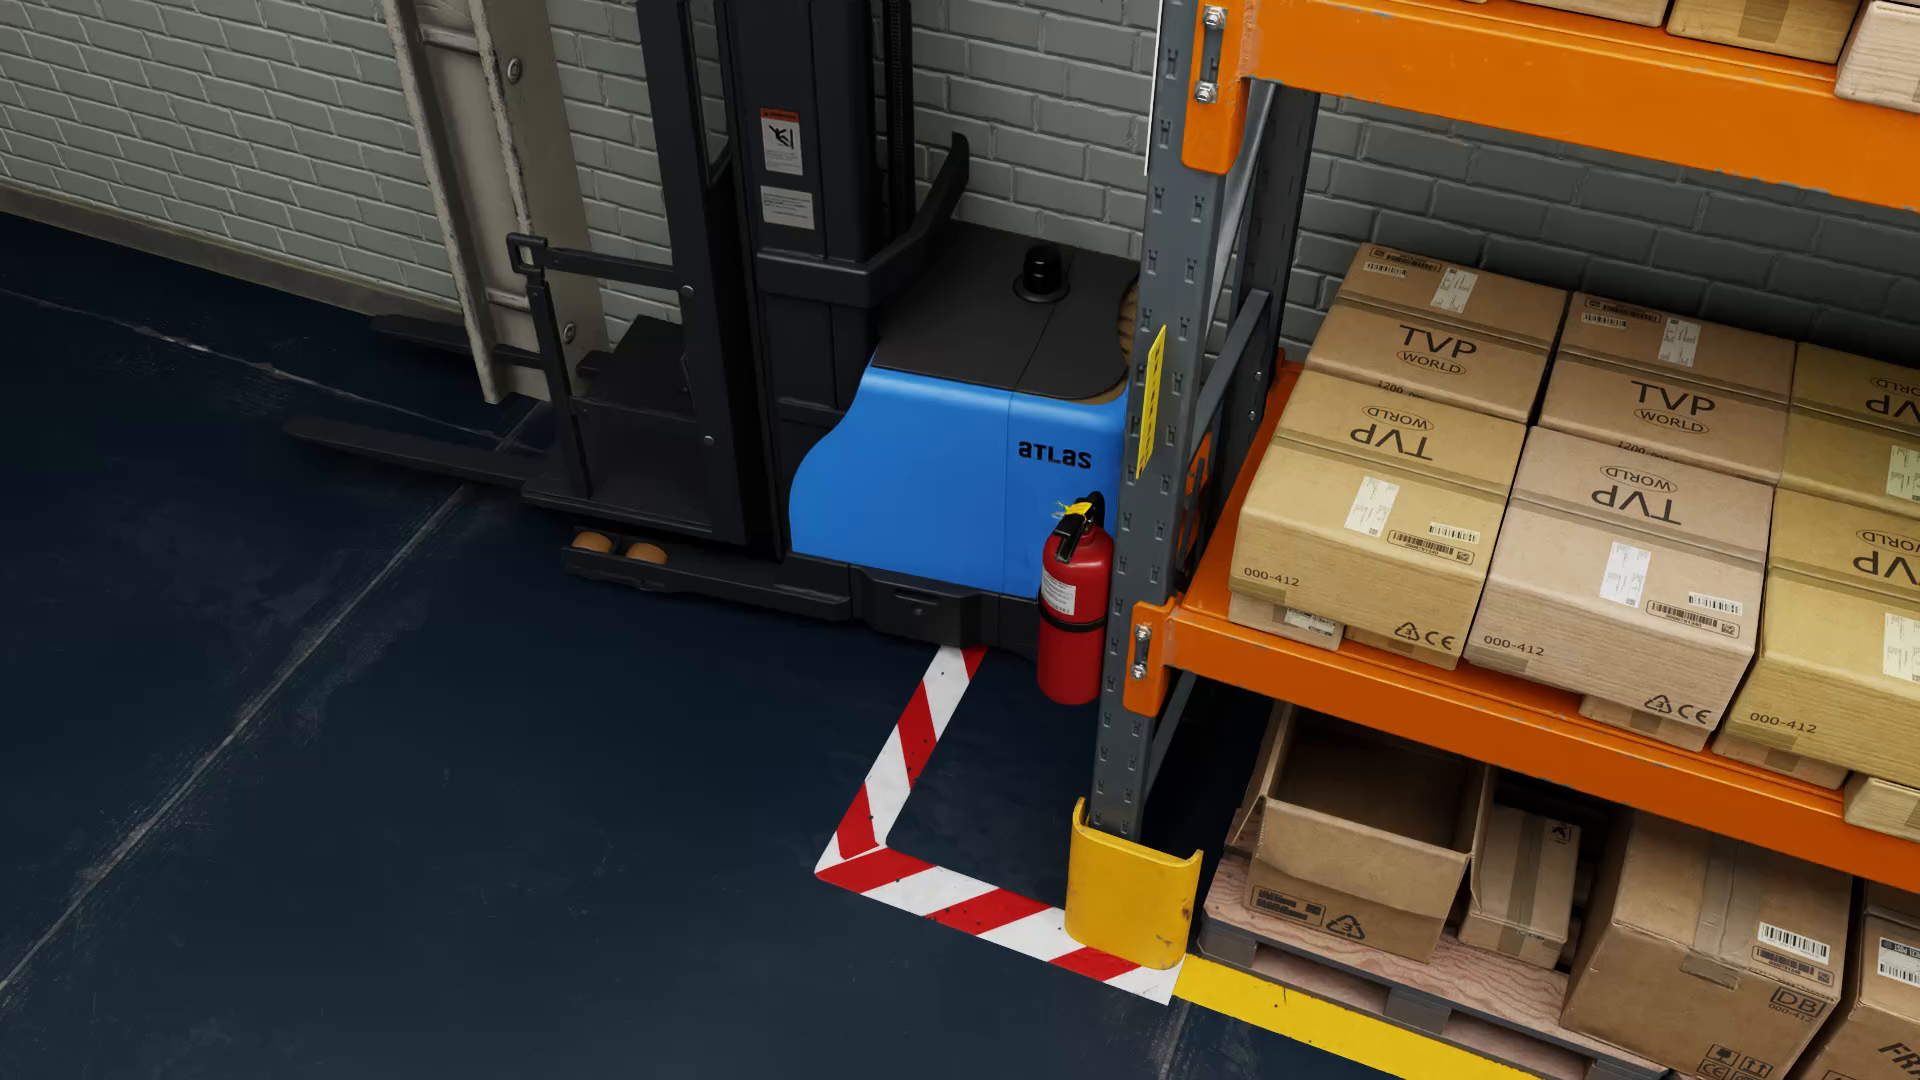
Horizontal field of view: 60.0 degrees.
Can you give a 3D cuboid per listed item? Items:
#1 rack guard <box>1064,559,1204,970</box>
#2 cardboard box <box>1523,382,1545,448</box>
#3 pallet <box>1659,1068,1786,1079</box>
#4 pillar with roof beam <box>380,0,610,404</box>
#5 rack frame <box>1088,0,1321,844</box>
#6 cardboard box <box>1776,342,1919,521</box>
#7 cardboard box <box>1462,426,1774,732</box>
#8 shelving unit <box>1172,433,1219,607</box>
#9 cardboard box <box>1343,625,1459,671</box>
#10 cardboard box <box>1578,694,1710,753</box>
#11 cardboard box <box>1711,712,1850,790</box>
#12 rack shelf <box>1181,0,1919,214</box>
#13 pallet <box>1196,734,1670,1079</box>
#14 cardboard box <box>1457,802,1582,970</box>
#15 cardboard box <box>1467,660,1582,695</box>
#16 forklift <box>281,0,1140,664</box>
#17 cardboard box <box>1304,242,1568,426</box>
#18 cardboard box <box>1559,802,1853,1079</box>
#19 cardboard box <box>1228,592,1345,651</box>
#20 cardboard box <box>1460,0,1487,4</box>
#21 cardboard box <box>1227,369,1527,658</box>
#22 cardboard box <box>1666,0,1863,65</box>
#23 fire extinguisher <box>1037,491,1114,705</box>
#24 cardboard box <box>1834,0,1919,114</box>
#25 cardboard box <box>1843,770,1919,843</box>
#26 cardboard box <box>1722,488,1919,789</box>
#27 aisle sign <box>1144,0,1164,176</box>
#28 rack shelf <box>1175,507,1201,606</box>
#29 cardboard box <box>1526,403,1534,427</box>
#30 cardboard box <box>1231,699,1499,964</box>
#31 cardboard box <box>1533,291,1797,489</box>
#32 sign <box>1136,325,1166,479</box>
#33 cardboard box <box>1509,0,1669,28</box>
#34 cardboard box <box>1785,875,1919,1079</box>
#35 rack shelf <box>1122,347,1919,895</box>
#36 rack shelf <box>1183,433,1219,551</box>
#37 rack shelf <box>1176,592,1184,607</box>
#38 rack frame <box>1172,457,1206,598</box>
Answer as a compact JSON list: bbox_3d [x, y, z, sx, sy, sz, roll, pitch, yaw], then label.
[{"bbox_3d":[0.656,0.591,4.802,0.348,0.500,1.175,16,47,16],"label":"rack guard"},{"bbox_3d":[1.483,-0.186,3.989,0.250,0.149,0.380,15,47,15],"label":"cardboard box"},{"bbox_3d":[2.514,1.242,4.353,1.213,0.211,1.003,16,47,16],"label":"pallet"},{"bbox_3d":[-3.213,-0.959,0.334,0.400,9.000,9.100,16,47,16],"label":"pillar with roof beam"},{"bbox_3d":[0.586,-0.316,3.941,0.127,3.000,1.000,16,47,16],"label":"rack frame"},{"bbox_3d":[2.043,-0.137,3.657,0.500,0.250,0.500,18,48,17],"label":"cardboard box"},{"bbox_3d":[1.366,0.067,3.451,0.500,0.250,0.500,17,47,16],"label":"cardboard box"},{"bbox_3d":[0.608,0.011,4.971,0.215,1.050,0.252,22,52,16],"label":"shelving unit"},{"bbox_3d":[1.036,0.080,3.721,0.250,0.149,0.380,17,47,17],"label":"cardboard box"},{"bbox_3d":[1.502,0.237,3.563,0.250,0.149,0.380,18,48,17],"label":"cardboard box"},{"bbox_3d":[1.749,0.306,3.494,0.250,0.149,0.380,17,47,16],"label":"cardboard box"},{"bbox_3d":[2.432,-0.581,2.591,4.000,0.370,1.077,16,47,16],"label":"rack shelf"},{"bbox_3d":[1.392,0.909,4.687,1.213,0.211,1.003,16,47,16],"label":"pallet"},{"bbox_3d":[1.491,0.915,4.428,0.250,0.149,0.380,15,47,14],"label":"cardboard box"},{"bbox_3d":[1.292,0.129,3.672,0.250,0.149,0.380,16,47,15],"label":"cardboard box"},{"bbox_3d":[-0.833,-1.215,4.893,3.031,2.935,1.130,11,46,11],"label":"forklift"},{"bbox_3d":[1.113,-0.416,3.937,0.500,0.250,0.500,18,48,17],"label":"cardboard box"},{"bbox_3d":[1.888,0.907,4.186,0.500,0.500,0.700,18,48,17],"label":"cardboard box"},{"bbox_3d":[0.784,0.041,3.760,0.250,0.149,0.380,16,47,16],"label":"cardboard box"},{"bbox_3d":[0.791,-1.052,2.732,0.250,0.149,0.380,17,47,17],"label":"cardboard box"},{"bbox_3d":[0.901,-0.069,3.588,0.500,0.250,0.500,17,47,16],"label":"cardboard box"},{"bbox_3d":[1.273,-0.917,2.597,0.250,0.149,0.380,17,47,16],"label":"cardboard box"},{"bbox_3d":[0.272,0.105,3.837,0.183,0.674,0.296,16,47,16],"label":"fire extinguisher"},{"bbox_3d":[1.463,-0.782,2.461,0.250,0.149,0.380,17,47,17],"label":"cardboard box"},{"bbox_3d":[1.954,0.423,3.376,0.250,0.149,0.380,15,47,15],"label":"cardboard box"},{"bbox_3d":[1.835,0.203,3.315,0.500,0.250,0.500,16,47,15],"label":"cardboard box"},{"bbox_3d":[0.410,-1.065,2.850,0.004,0.787,0.394,16,47,16],"label":"aisle sign"},{"bbox_3d":[0.608,0.018,4.979,0.215,0.259,0.240,22,52,16],"label":"rack shelf"},{"bbox_3d":[1.206,-0.202,4.005,0.250,0.149,0.380,18,48,17],"label":"cardboard box"},{"bbox_3d":[1.114,0.648,4.444,0.637,0.503,0.797,15,47,14],"label":"cardboard box"},{"bbox_3d":[1.588,-0.275,3.795,0.500,0.250,0.500,17,47,16],"label":"cardboard box"},{"bbox_3d":[0.377,-0.269,3.280,0.005,0.325,0.100,16,47,16],"label":"sign"},{"bbox_3d":[1.043,-0.998,2.678,0.250,0.149,0.380,17,47,17],"label":"cardboard box"},{"bbox_3d":[2.337,1.115,3.977,0.500,0.500,0.500,17,47,17],"label":"cardboard box"},{"bbox_3d":[2.432,0.482,3.649,4.000,0.370,1.077,16,47,16],"label":"rack shelf"},{"bbox_3d":[0.617,-0.168,4.764,0.215,0.259,0.240,22,52,16],"label":"rack shelf"},{"bbox_3d":[0.598,0.199,5.190,0.215,0.259,0.240,22,52,16],"label":"rack shelf"},{"bbox_3d":[0.553,0.092,4.899,0.200,1.050,0.008,22,52,16],"label":"rack frame"}]
